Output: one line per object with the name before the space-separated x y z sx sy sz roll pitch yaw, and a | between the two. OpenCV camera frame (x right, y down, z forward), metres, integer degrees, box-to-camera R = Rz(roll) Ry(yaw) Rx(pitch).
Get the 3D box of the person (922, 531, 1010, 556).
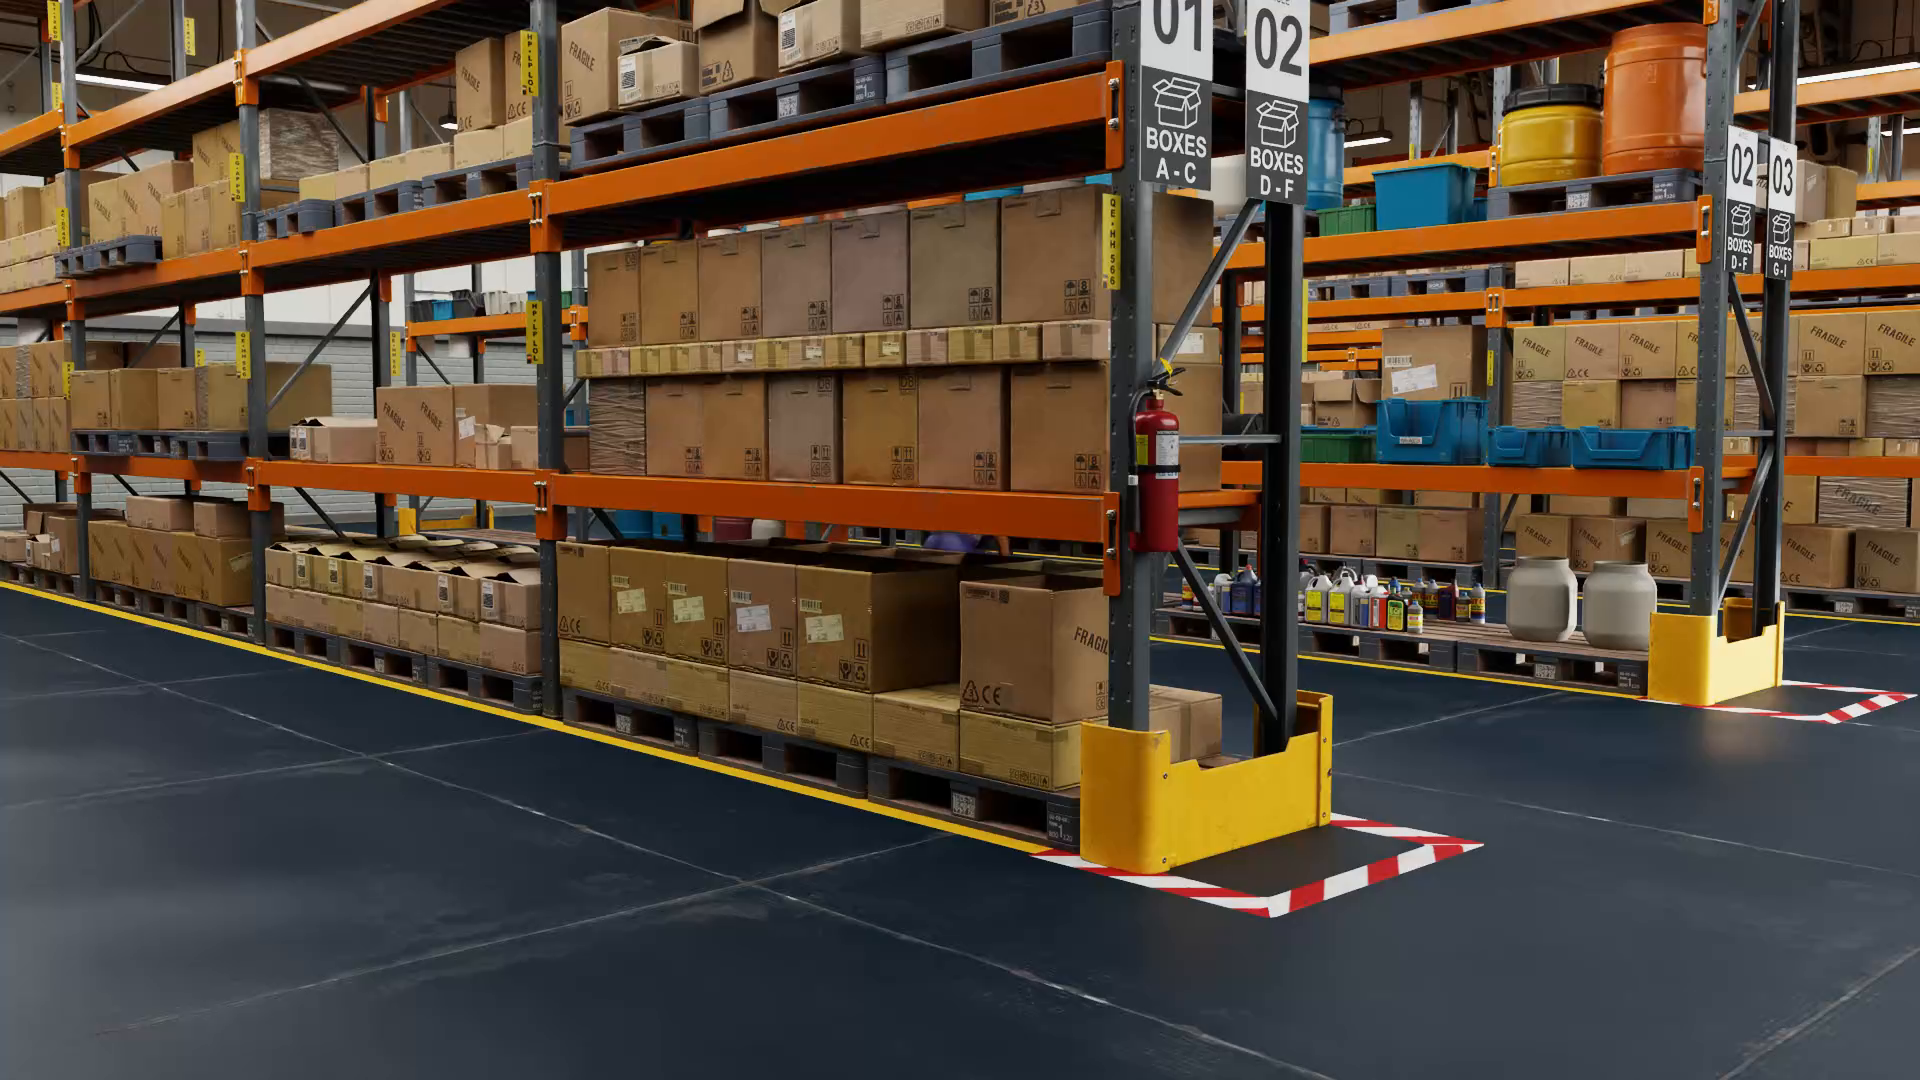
person | 0.068 0.115 12.046 0.665 1.230 0.540 -4 6 -44
